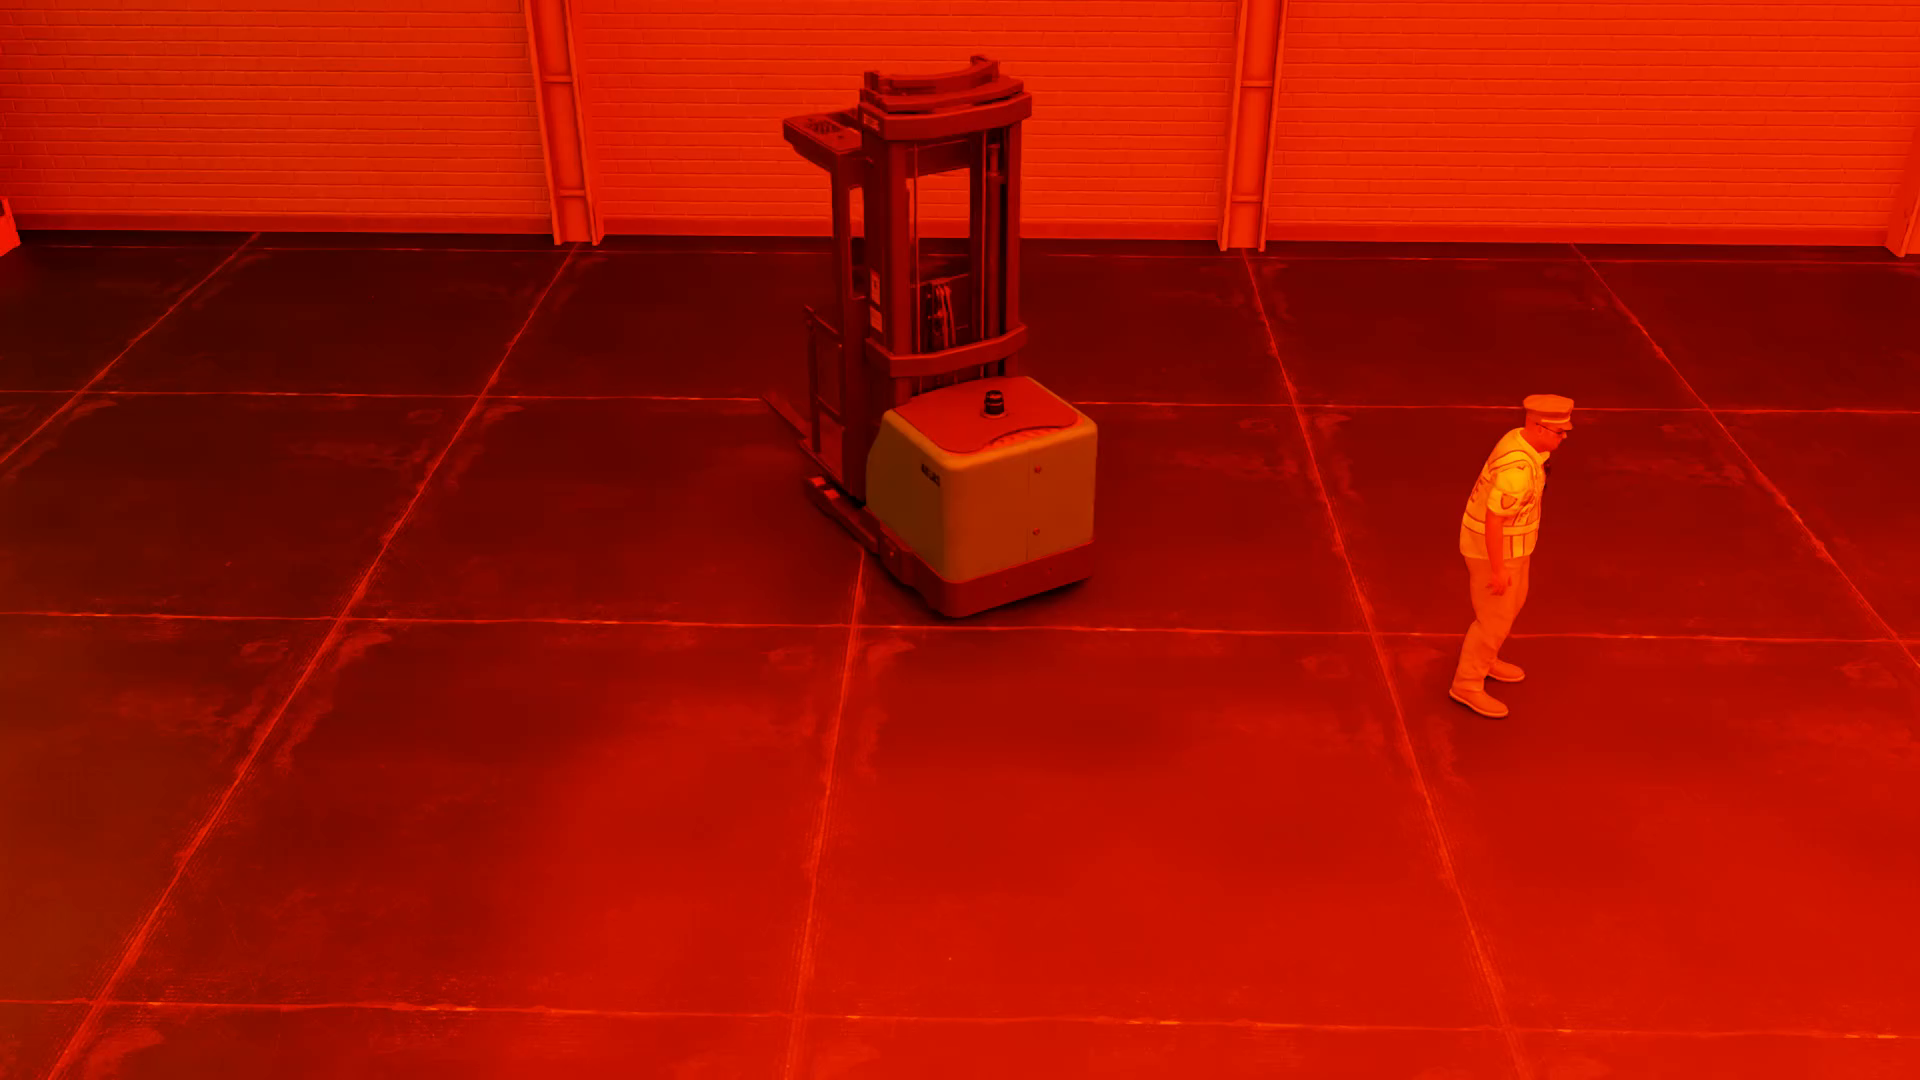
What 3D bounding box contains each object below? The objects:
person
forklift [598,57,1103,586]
[{"bbox_3d":[2.850,0.037,8.716,0.443,1.747,0.598,15,34,23],"label":"person"},{"bbox_3d":[-0.680,-1.253,9.739,3.031,2.935,1.130,0,31,0],"label":"forklift"}]
